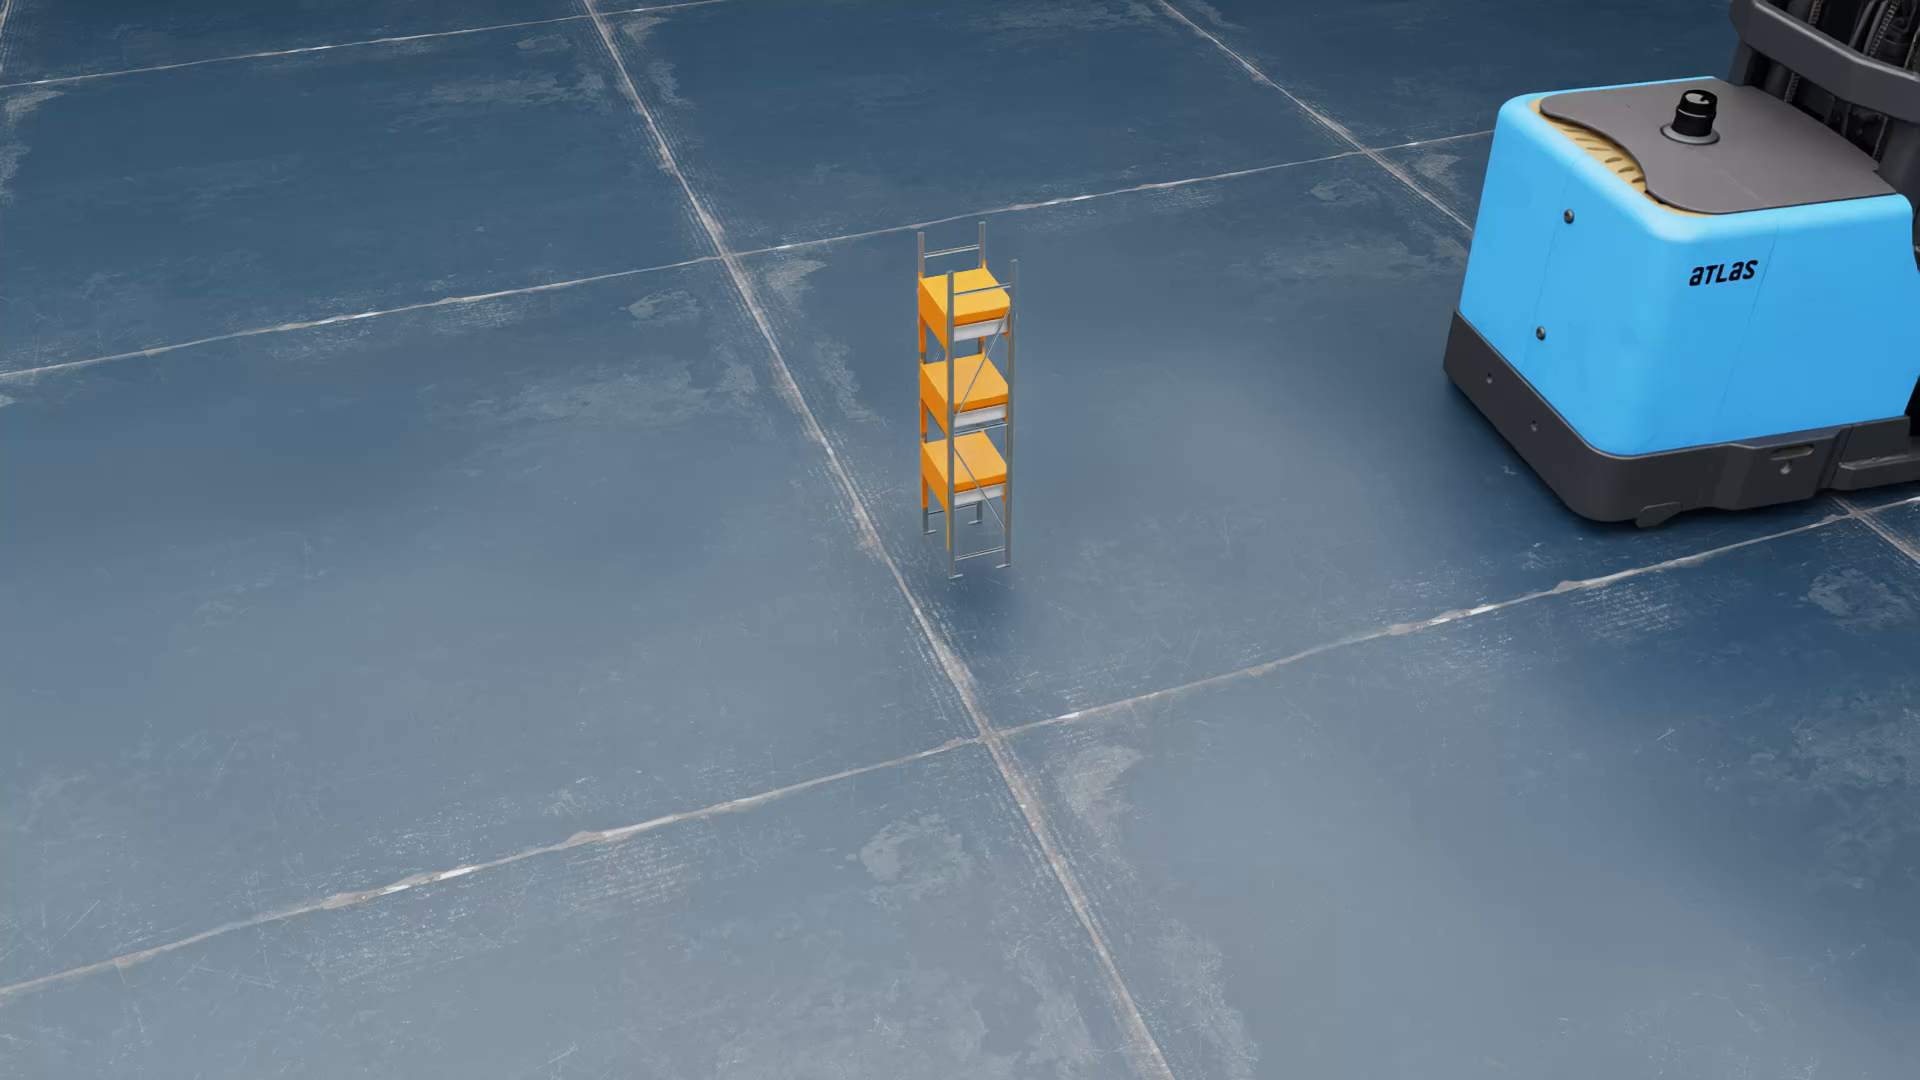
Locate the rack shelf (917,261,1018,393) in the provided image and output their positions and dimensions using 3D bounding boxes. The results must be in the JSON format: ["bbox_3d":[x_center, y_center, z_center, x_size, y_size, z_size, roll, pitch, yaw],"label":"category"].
[{"bbox_3d":[0.018,-0.607,4.730,0.215,0.259,0.240,-12,39,-16],"label":"rack shelf"}]

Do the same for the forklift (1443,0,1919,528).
[{"bbox_3d":[3.299,-1.678,5.042,3.031,2.935,1.130,-8,38,-11],"label":"forklift"}]

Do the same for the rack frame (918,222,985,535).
[{"bbox_3d":[-0.024,-0.458,4.985,0.200,1.050,0.008,-12,39,-16],"label":"rack frame"}]

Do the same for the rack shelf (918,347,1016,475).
[{"bbox_3d":[0.018,-0.381,4.900,0.215,0.259,0.240,-12,39,-16],"label":"rack shelf"}]

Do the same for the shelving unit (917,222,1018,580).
[{"bbox_3d":[0.018,-0.389,4.894,0.215,1.050,0.252,-12,39,-16],"label":"shelving unit"}]

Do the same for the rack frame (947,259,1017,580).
[{"bbox_3d":[0.060,-0.320,4.802,0.200,1.050,0.008,-12,39,-16],"label":"rack frame"}]

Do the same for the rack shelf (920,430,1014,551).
[{"bbox_3d":[0.018,-0.159,5.068,0.215,0.259,0.240,-12,39,-16],"label":"rack shelf"}]
